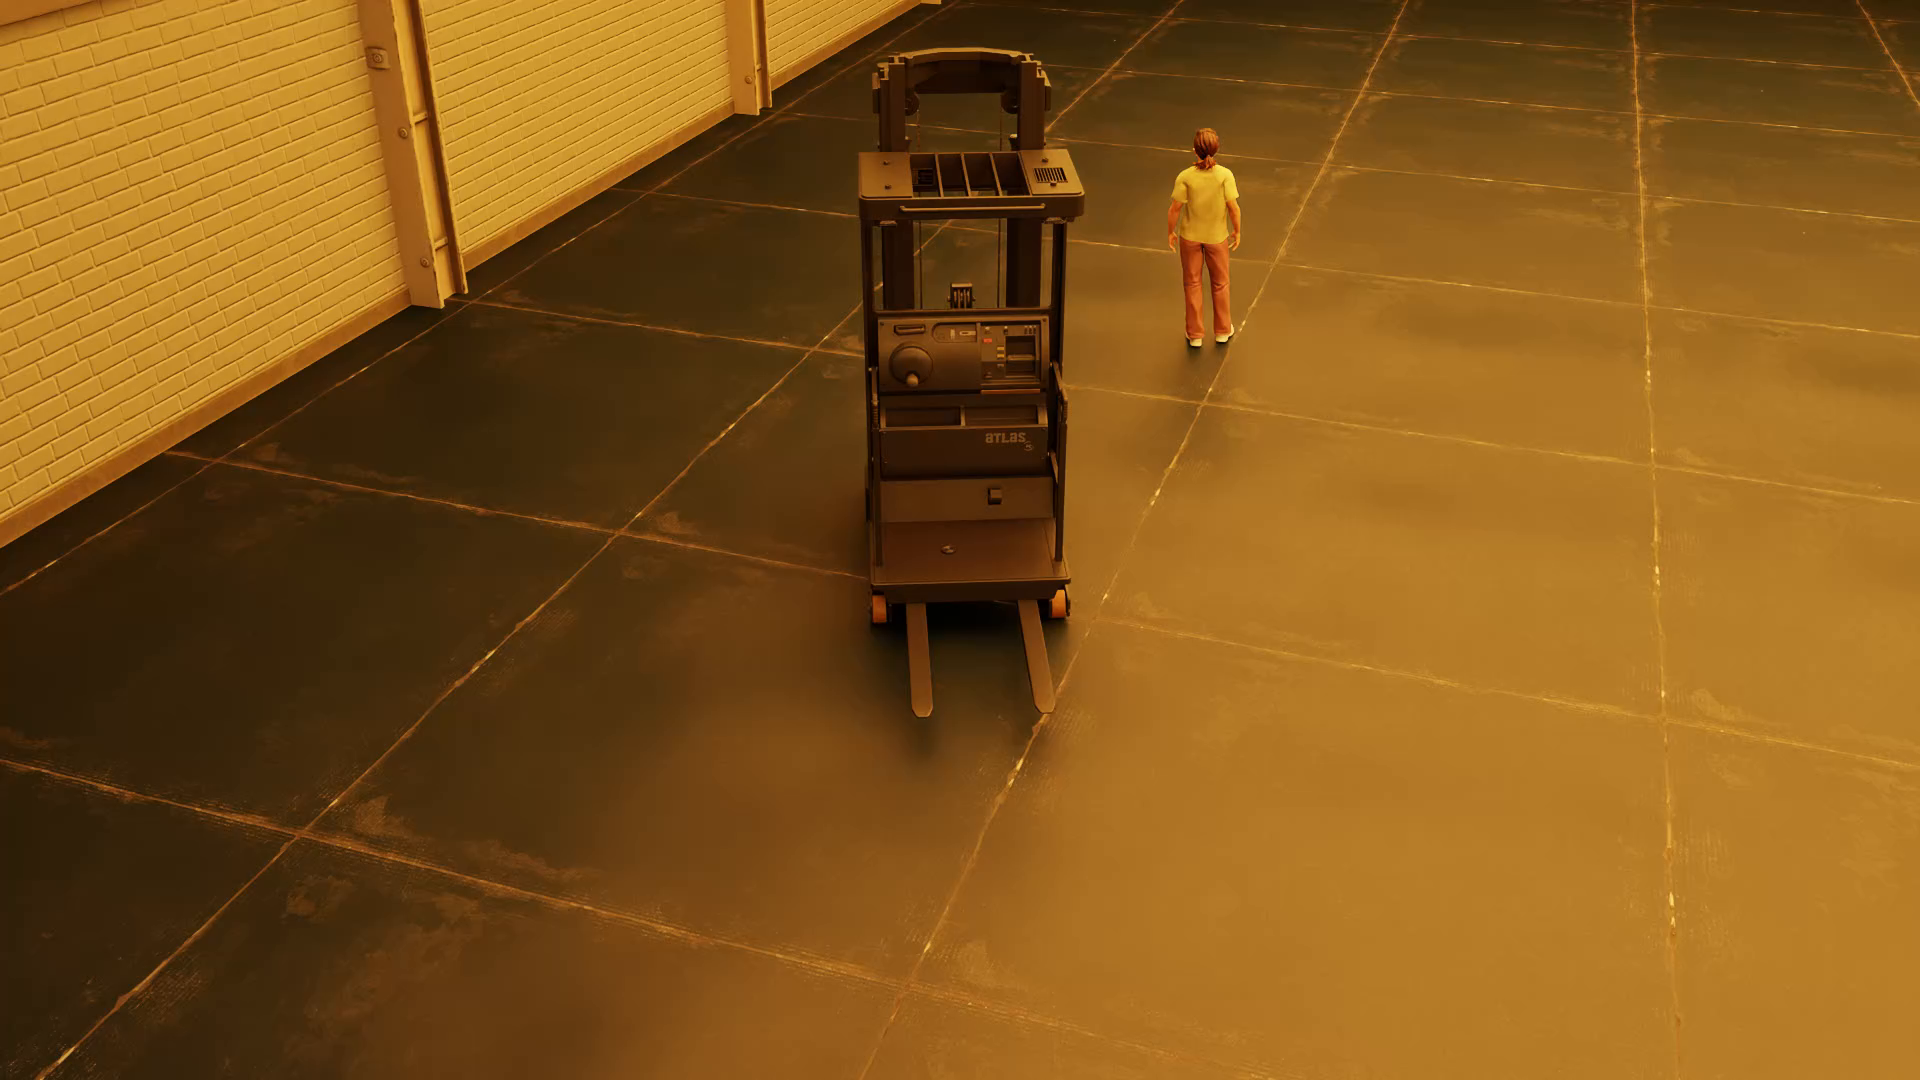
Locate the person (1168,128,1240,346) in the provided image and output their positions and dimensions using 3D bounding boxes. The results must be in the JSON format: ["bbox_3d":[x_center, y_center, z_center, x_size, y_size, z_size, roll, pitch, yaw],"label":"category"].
[{"bbox_3d":[1.818,-2.256,12.347,0.553,1.674,0.548,5,30,8],"label":"person"}]

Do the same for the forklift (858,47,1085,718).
[{"bbox_3d":[0.035,-0.972,8.842,1.130,2.935,3.031,-2,30,-3],"label":"forklift"}]
